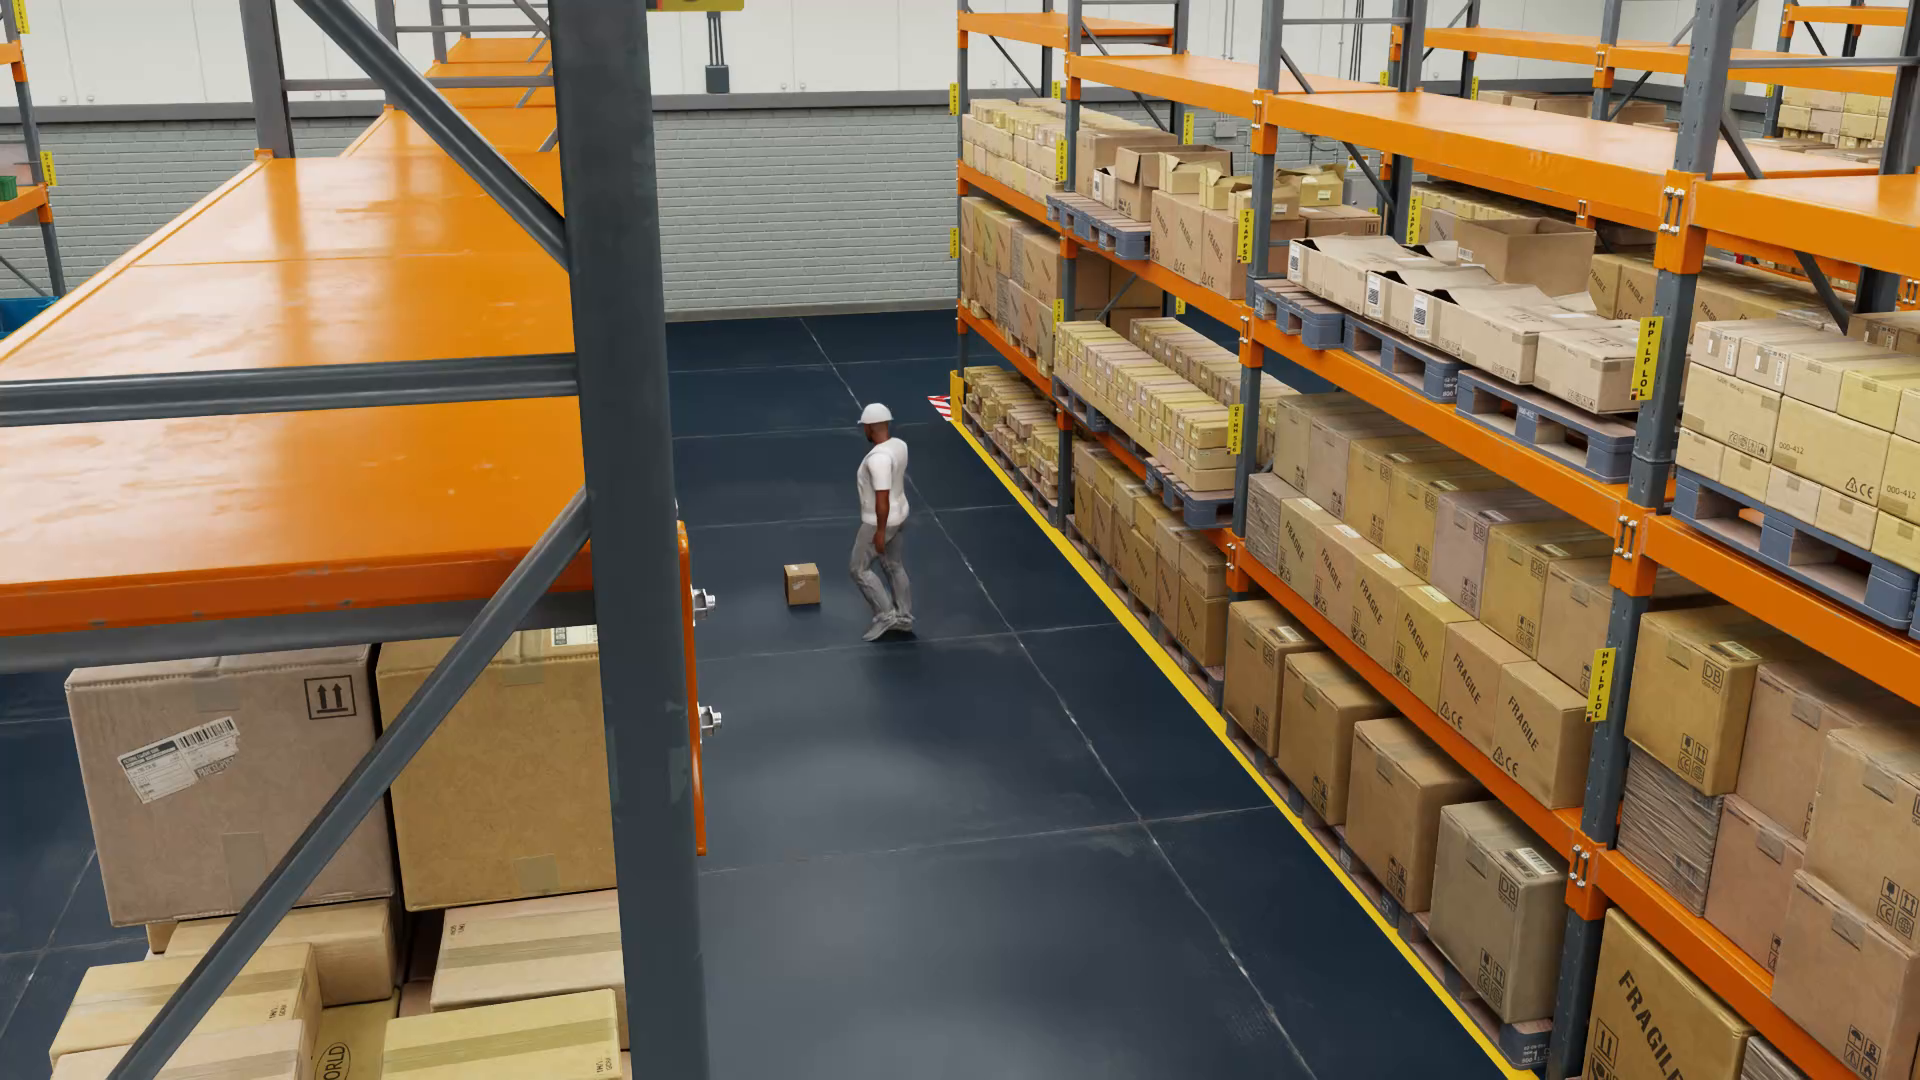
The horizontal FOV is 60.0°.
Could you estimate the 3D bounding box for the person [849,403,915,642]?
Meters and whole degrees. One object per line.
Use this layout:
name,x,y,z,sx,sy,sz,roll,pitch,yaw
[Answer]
person,-0.564,-0.131,12.389,0.457,1.794,0.615,6,20,16
